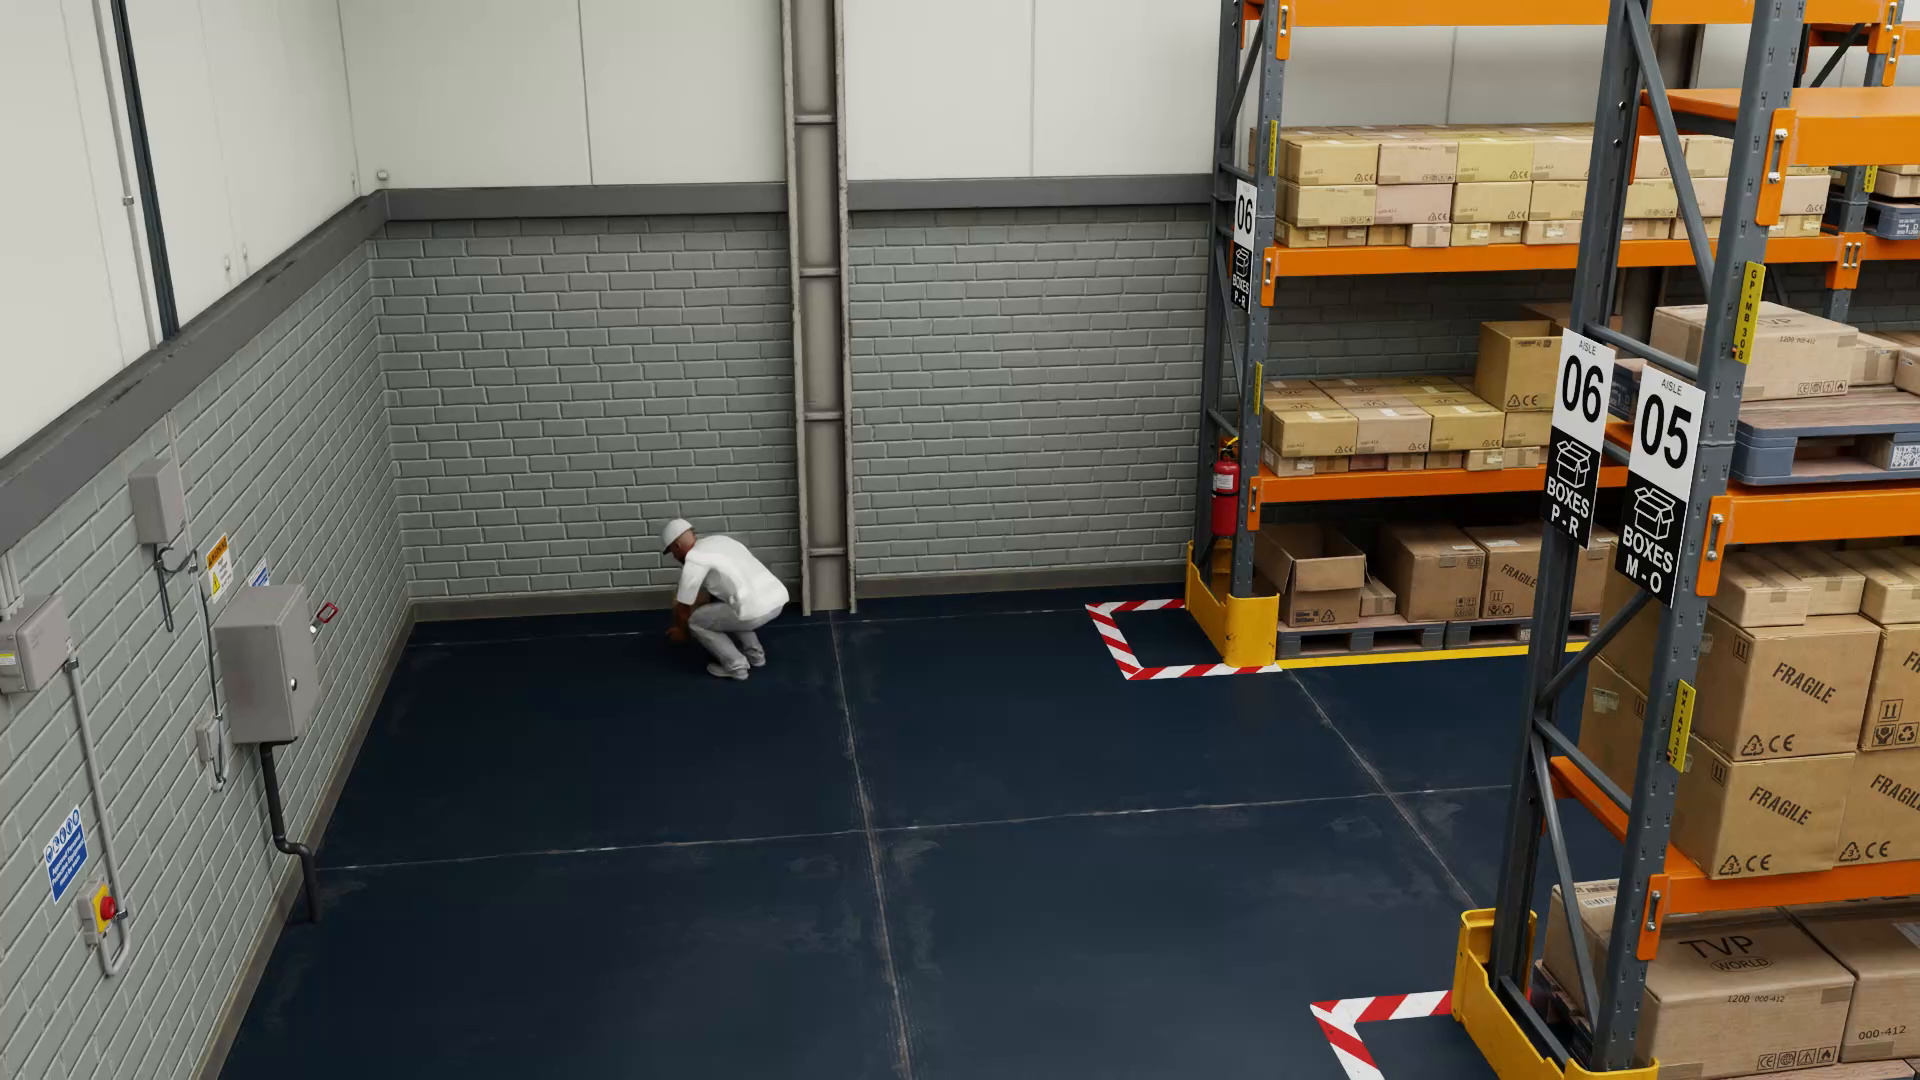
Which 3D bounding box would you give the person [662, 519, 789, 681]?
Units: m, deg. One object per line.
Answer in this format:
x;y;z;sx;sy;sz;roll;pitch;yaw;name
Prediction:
-1.607;0.384;11.086;0.909;1.018;0.574;11;23;28;person
